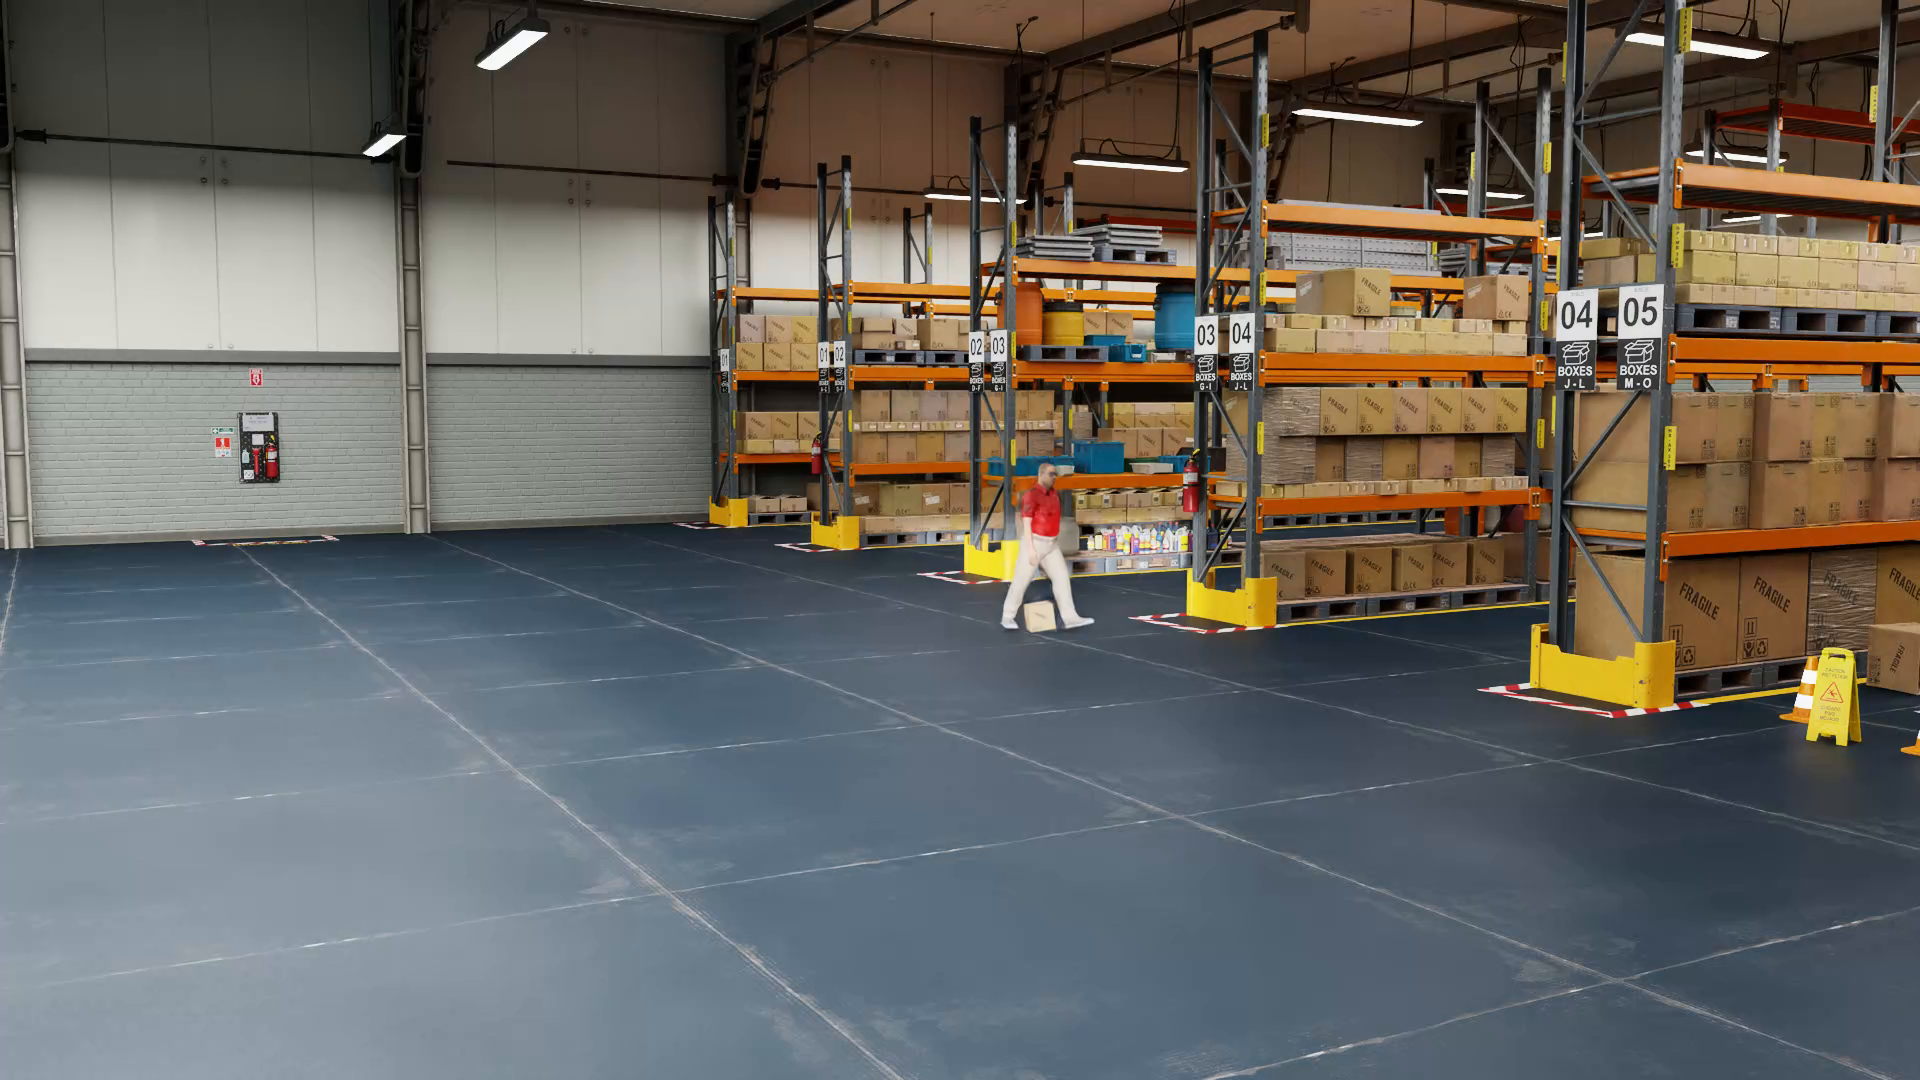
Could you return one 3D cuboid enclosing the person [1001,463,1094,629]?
[{"bbox_3d":[0.843,0.062,16.674,0.922,1.678,0.577,4,7,40],"label":"person"}]
